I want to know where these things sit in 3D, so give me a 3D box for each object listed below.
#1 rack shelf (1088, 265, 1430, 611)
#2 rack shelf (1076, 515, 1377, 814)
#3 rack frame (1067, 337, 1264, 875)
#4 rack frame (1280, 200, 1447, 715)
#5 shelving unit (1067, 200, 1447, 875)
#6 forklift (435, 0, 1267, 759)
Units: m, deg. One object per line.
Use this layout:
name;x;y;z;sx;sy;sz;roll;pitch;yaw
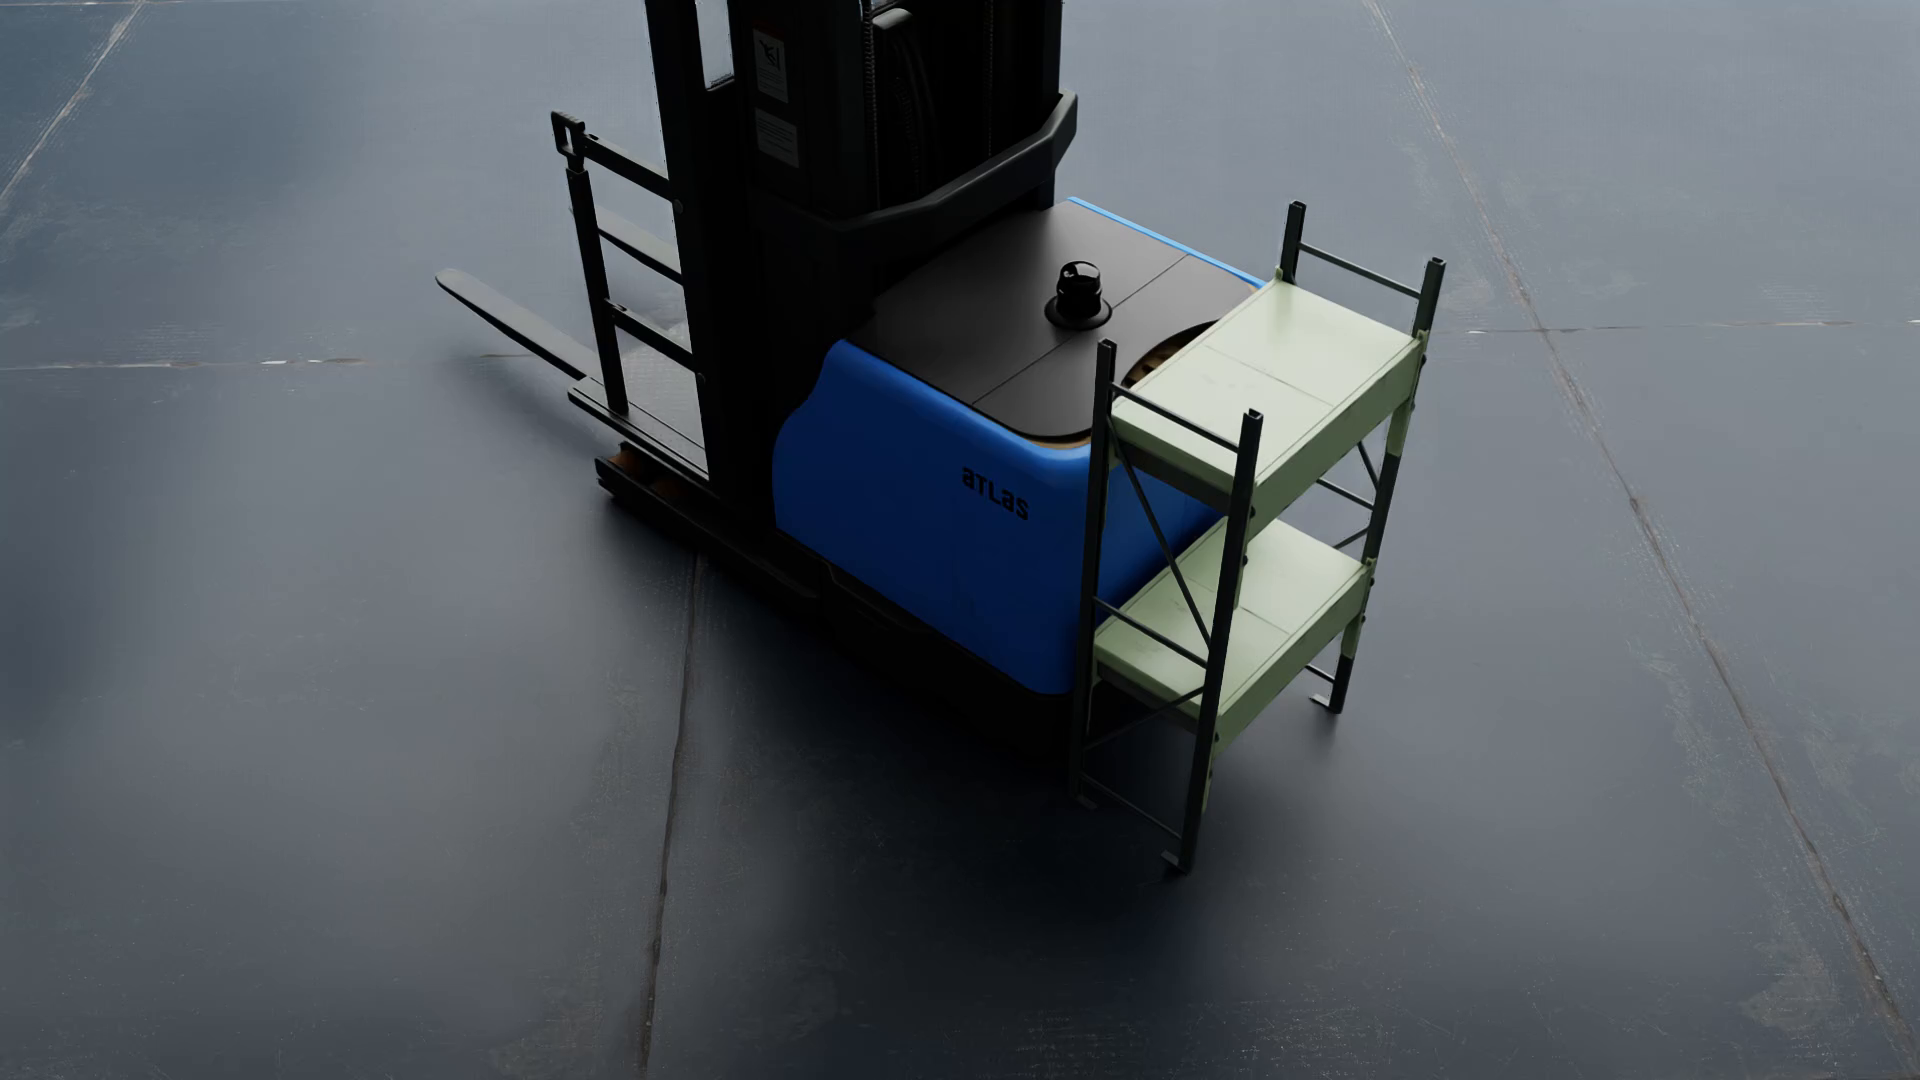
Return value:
rack shelf;0.687;-0.254;3.839;0.431;0.370;0.720;31;51;29
rack shelf;0.687;0.274;4.323;0.431;0.370;0.720;31;51;29
rack frame;0.446;0.220;3.900;0.400;1.500;0.023;31;51;29
rack frame;0.928;-0.152;4.306;0.400;1.500;0.023;31;51;29
shelving unit;0.687;0.034;4.103;0.431;1.500;0.755;31;51;29
forklift;-0.532;-1.351;4.555;3.031;2.935;1.130;31;51;29
